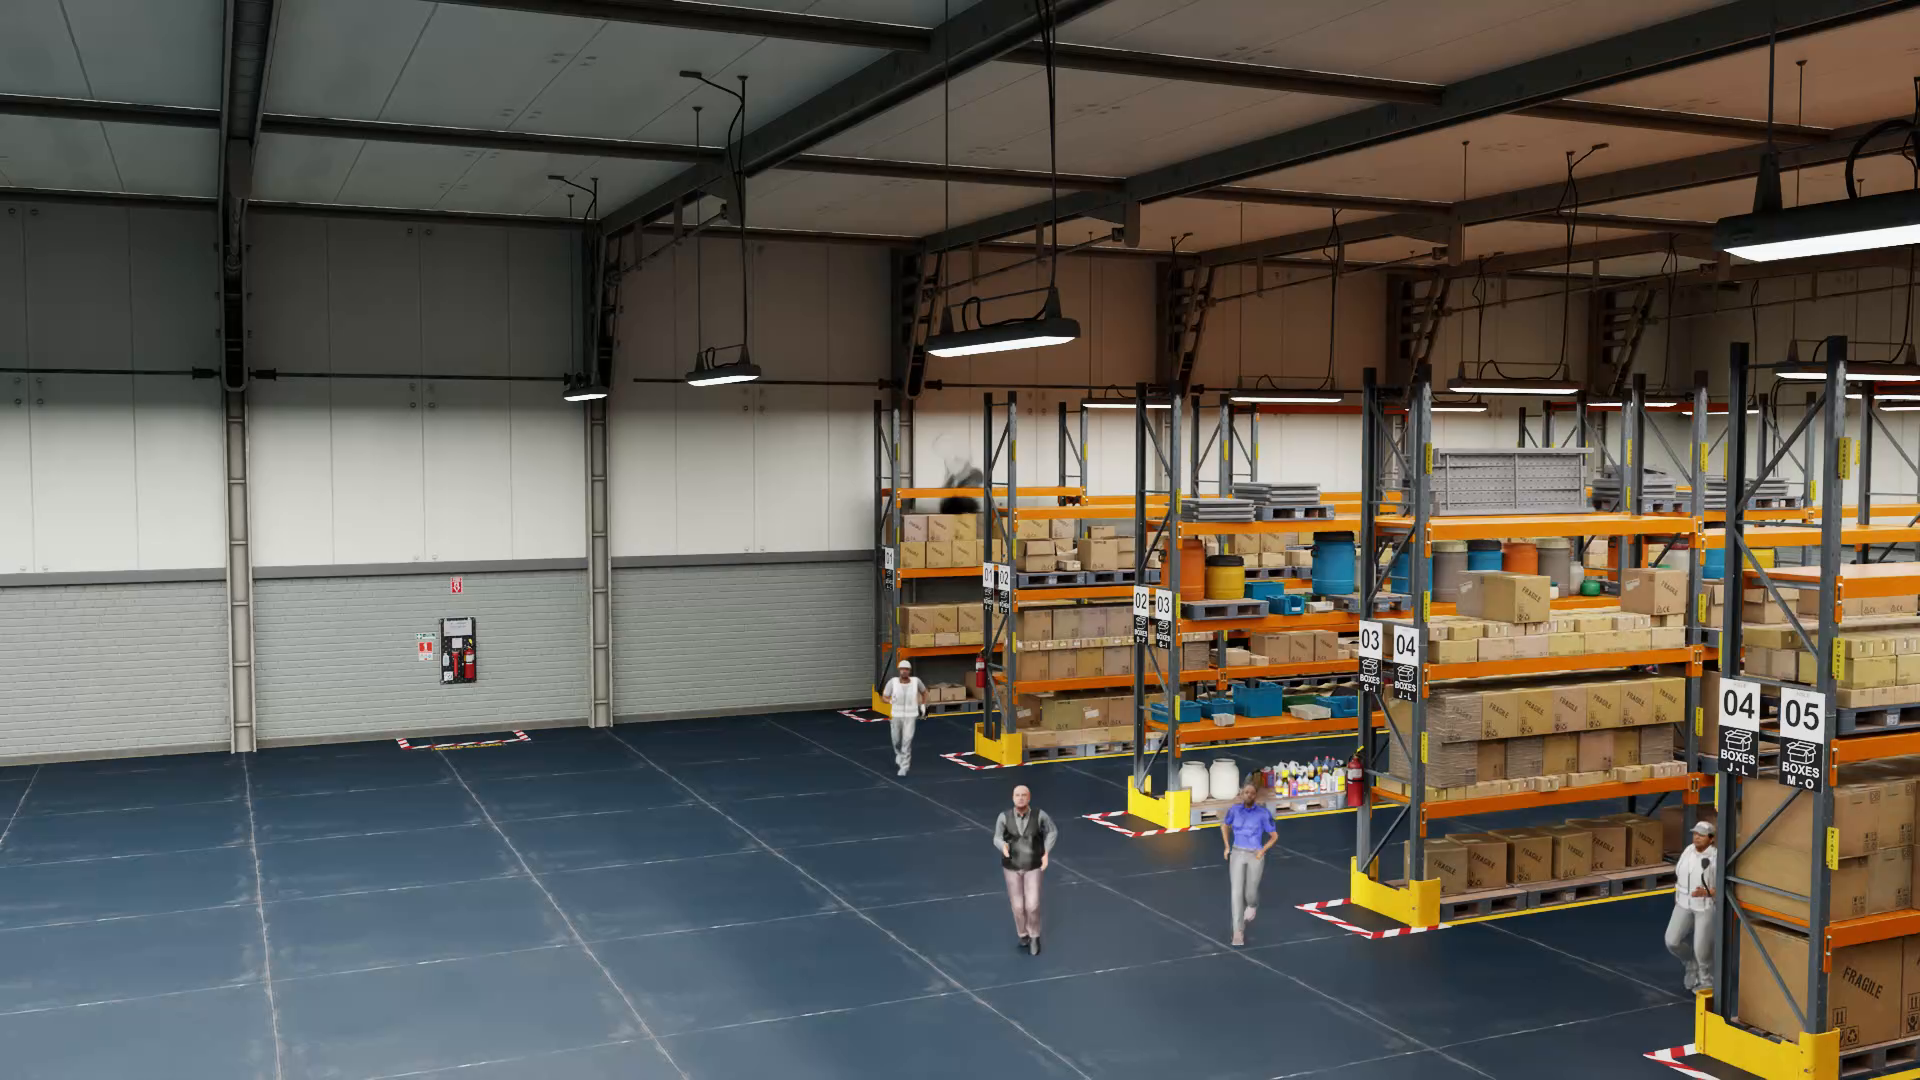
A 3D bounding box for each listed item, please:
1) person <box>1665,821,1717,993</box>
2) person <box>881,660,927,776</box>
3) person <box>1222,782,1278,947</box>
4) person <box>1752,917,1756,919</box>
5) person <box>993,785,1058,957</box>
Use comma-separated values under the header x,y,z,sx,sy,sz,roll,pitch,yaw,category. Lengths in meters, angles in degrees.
x,y,z,sx,sy,sz,roll,pitch,yaw,category
6.861,3.437,15.521,0.557,1.626,0.593,-2,4,-34,person
-0.872,2.753,25.960,0.705,1.766,0.938,0,3,2,person
3.010,3.349,17.380,0.600,1.634,0.819,1,4,19,person
8.097,3.334,16.353,0.912,1.755,0.651,-2,4,-29,person
0.642,3.338,16.769,0.633,1.725,0.705,1,3,11,person
